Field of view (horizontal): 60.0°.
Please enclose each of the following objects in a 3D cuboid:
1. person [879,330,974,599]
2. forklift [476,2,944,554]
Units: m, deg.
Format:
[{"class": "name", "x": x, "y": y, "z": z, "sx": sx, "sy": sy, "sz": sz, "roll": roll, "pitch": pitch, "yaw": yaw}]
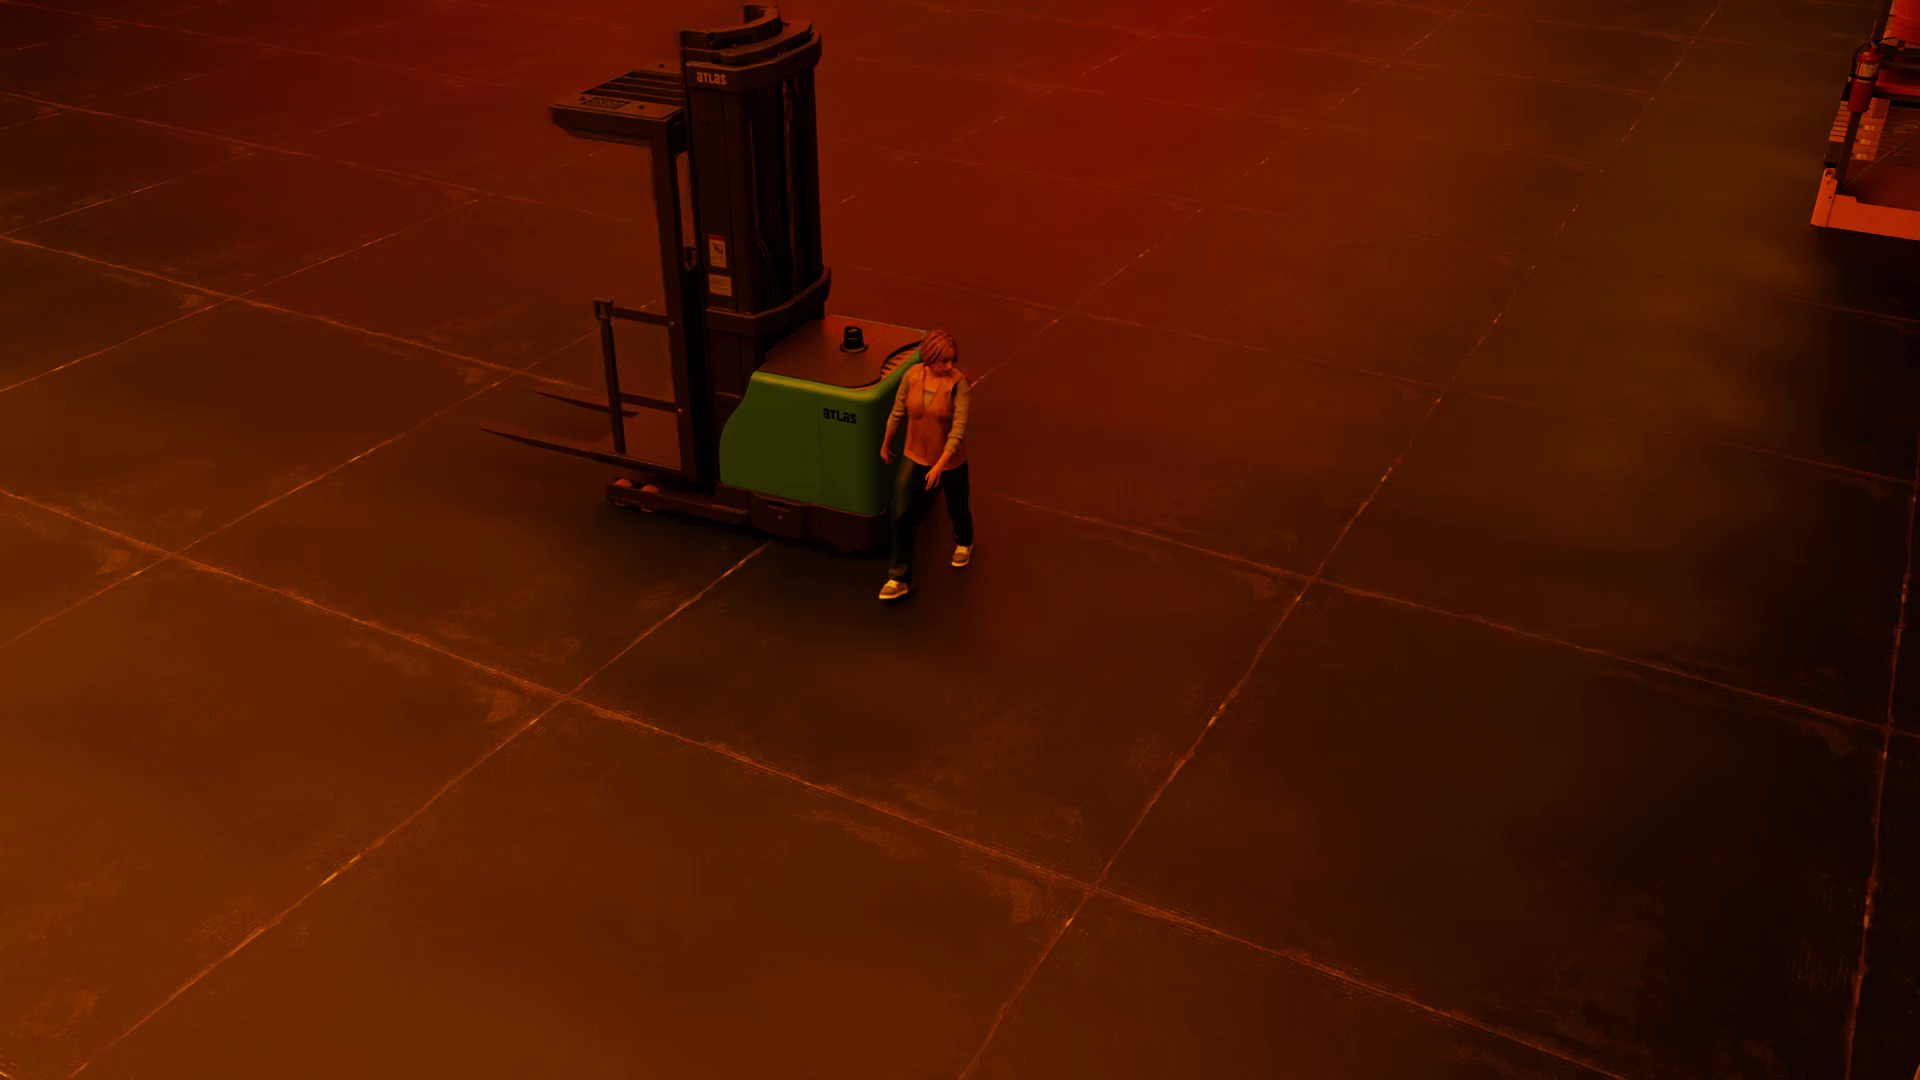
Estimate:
[{"class": "person", "x": -0.208, "y": -0.440, "z": 9.247, "sx": 0.544, "sy": 1.522, "sz": 0.823, "roll": 7, "pitch": 31, "yaw": 11}, {"class": "forklift", "x": -1.642, "y": -1.667, "z": 9.959, "sx": 3.031, "sy": 2.935, "sz": 1.130, "roll": 13, "pitch": 32, "yaw": 21}]
